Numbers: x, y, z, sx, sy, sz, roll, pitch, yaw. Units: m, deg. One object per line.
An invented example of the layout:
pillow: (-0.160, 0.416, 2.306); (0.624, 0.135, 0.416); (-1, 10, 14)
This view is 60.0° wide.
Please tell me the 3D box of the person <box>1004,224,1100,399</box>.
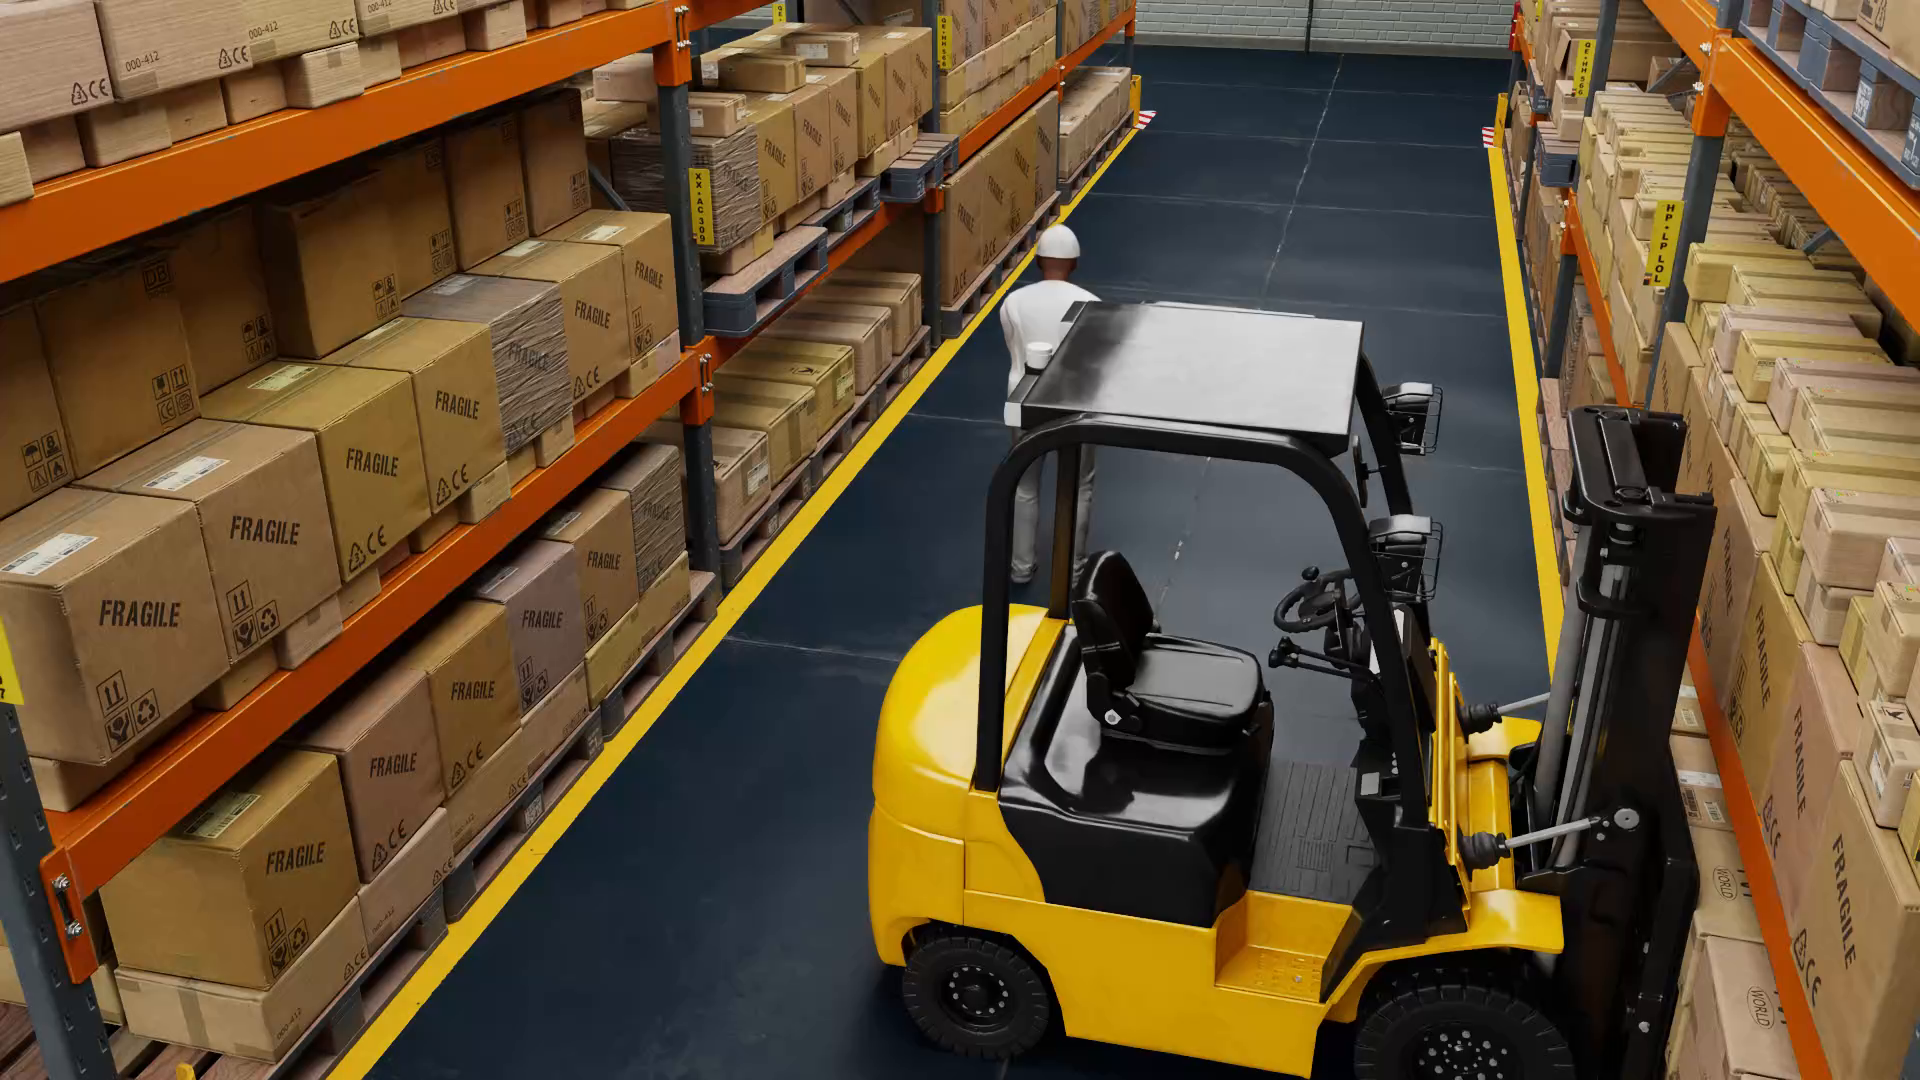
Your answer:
person: (0.454, -1.001, 7.814); (0.471, 0.959, 0.590); (6, 26, 12)
